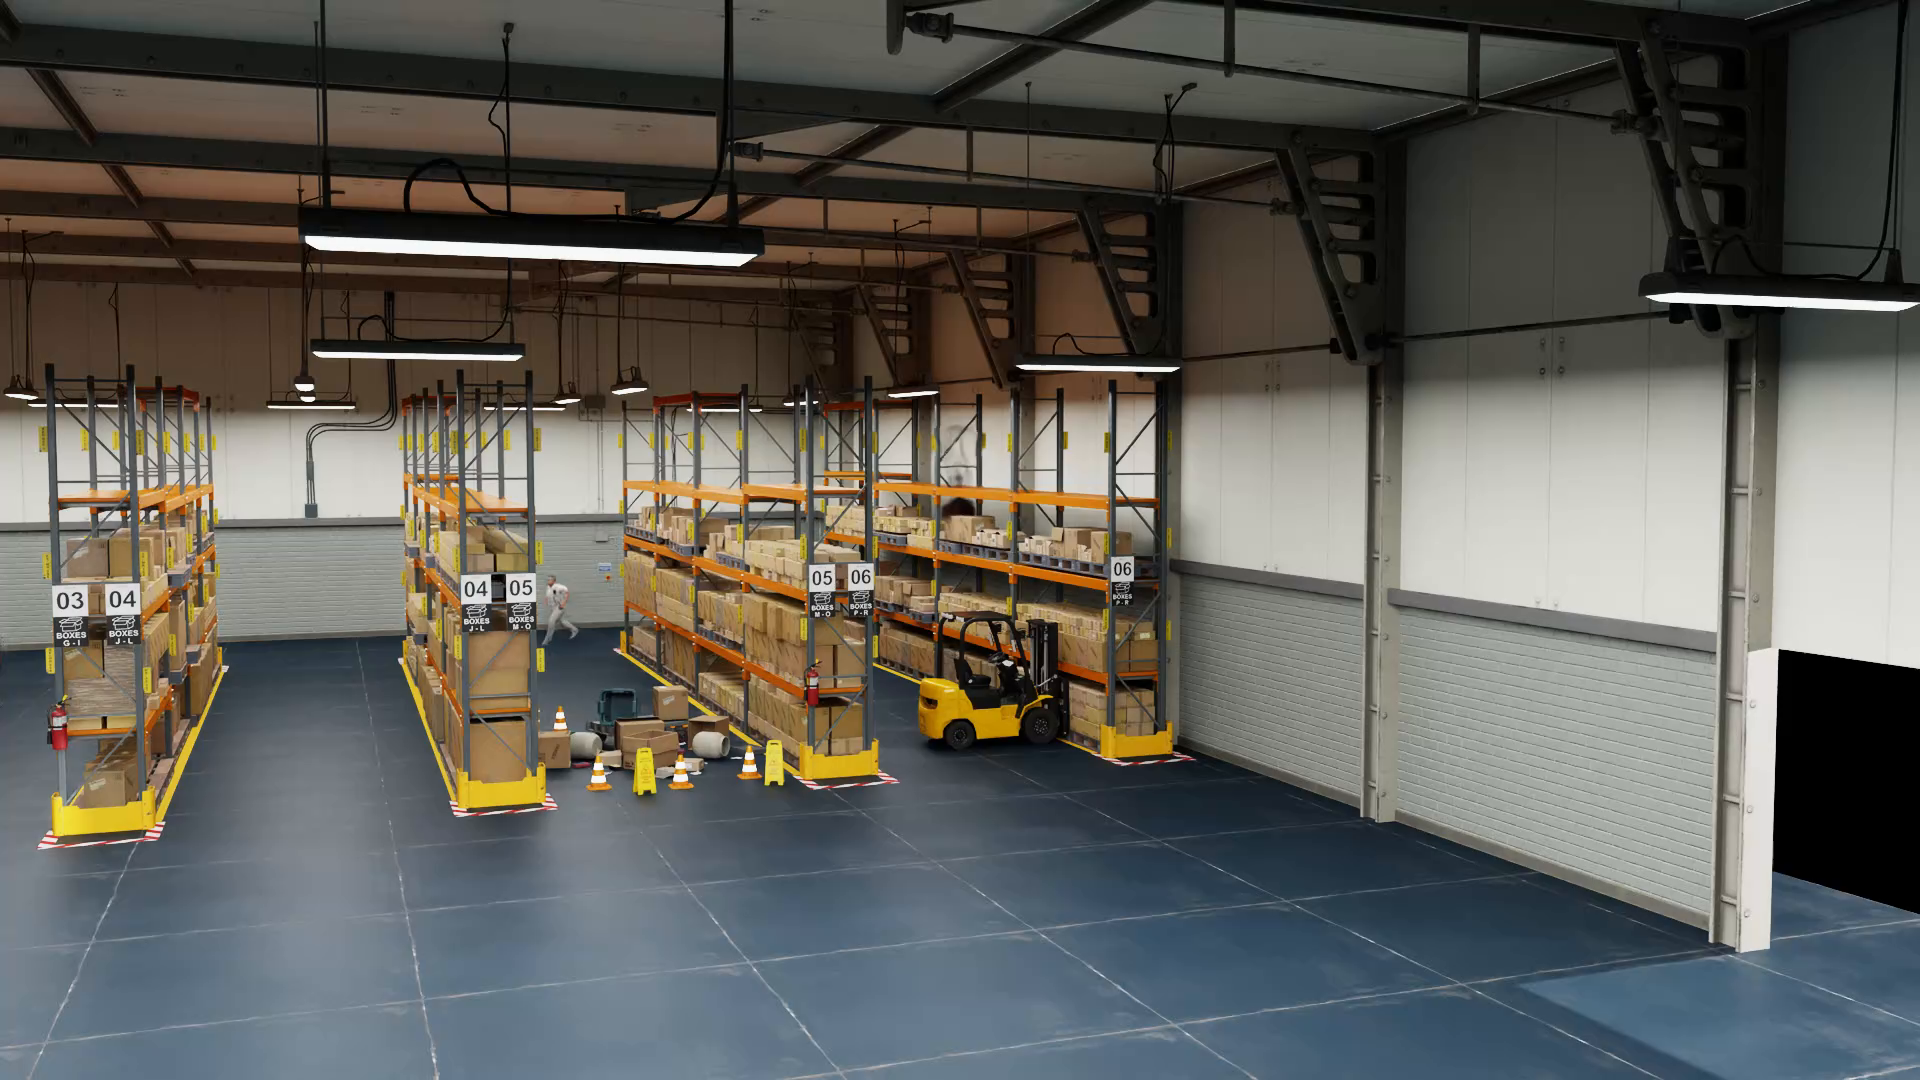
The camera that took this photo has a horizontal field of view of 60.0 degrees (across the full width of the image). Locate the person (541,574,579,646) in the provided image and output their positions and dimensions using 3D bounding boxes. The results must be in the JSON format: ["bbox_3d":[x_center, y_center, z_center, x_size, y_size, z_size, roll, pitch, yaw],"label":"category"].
[{"bbox_3d":[-9.971,1.726,41.400,1.099,1.778,0.664,-3,4,-41],"label":"person"}]

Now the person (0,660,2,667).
[{"bbox_3d":[-16.841,2.469,28.507,0.736,1.765,0.945,-2,4,-25],"label":"person"}]
